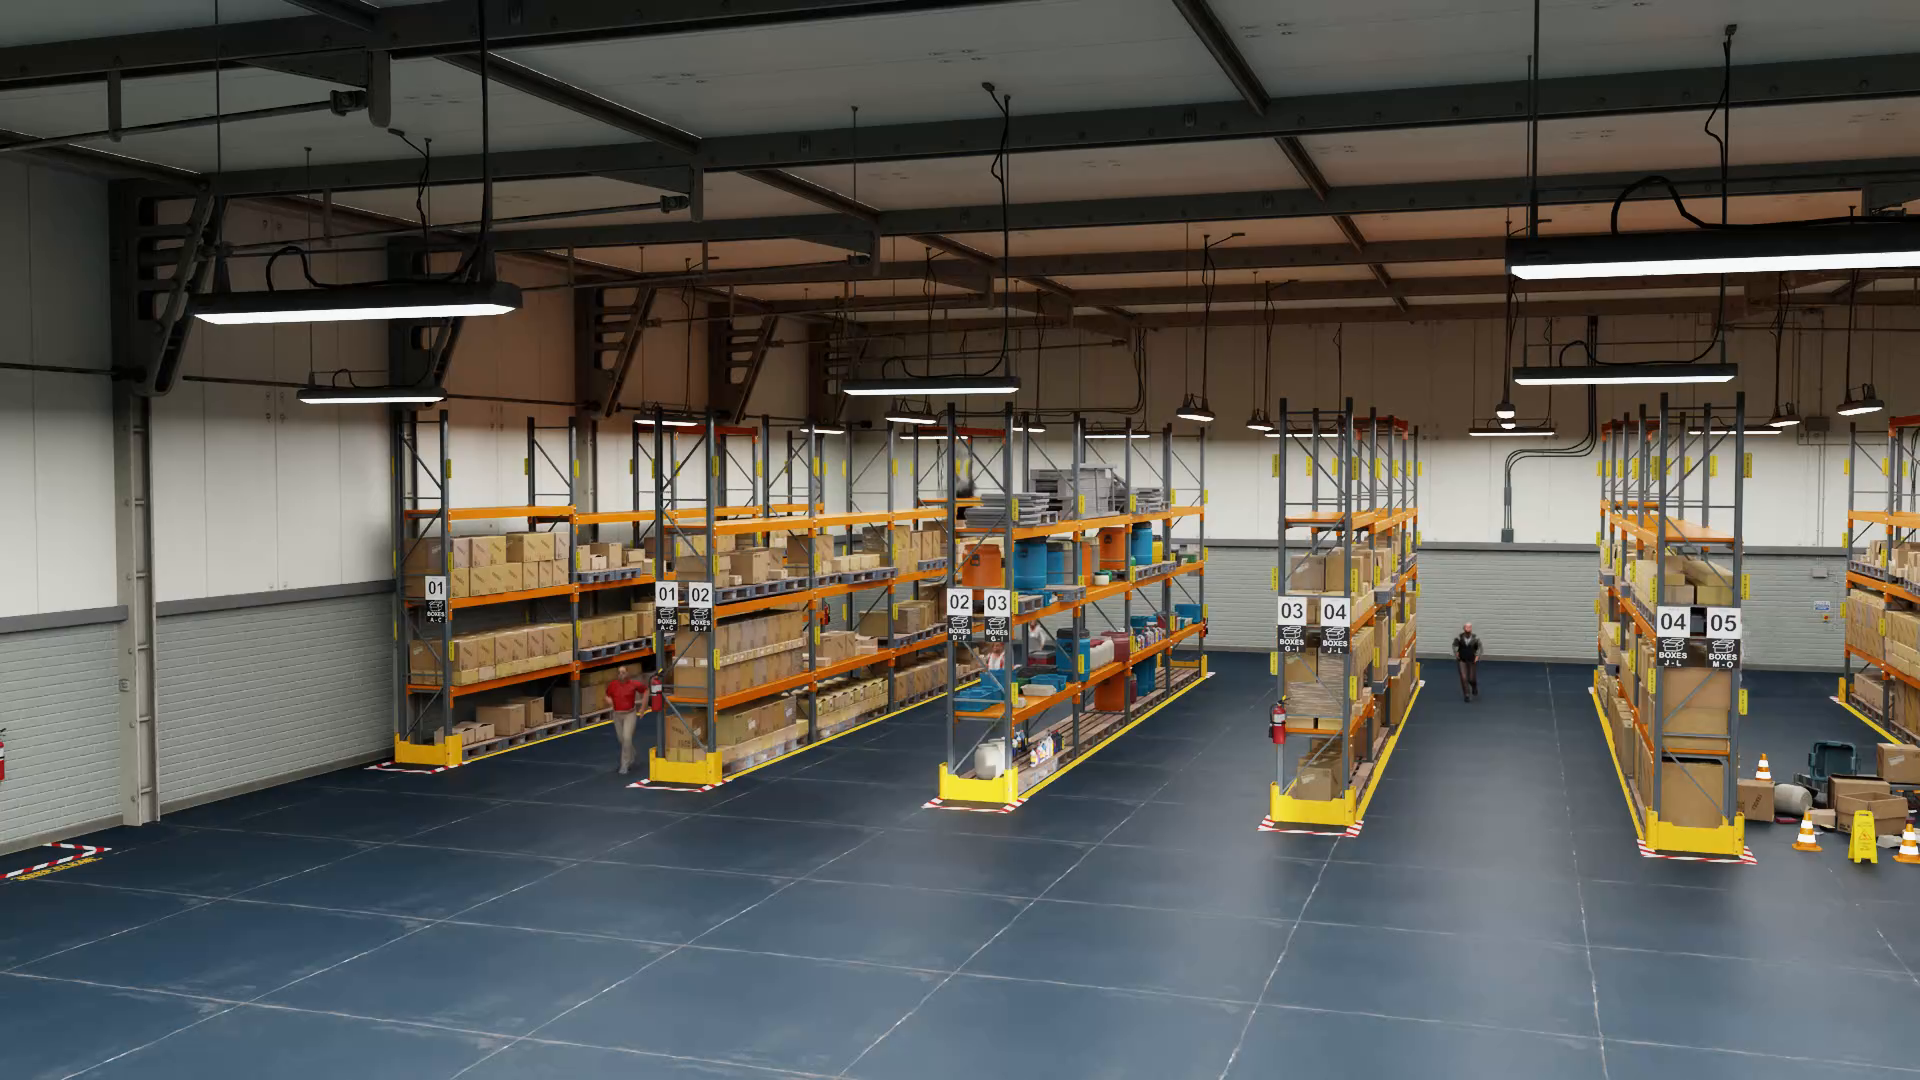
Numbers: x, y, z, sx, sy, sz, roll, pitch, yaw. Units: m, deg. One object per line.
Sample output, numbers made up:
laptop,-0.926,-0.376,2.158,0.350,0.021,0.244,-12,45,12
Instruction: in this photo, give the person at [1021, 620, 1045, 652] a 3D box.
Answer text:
person,1.676,2.578,38.372,0.551,1.565,0.535,0,2,9

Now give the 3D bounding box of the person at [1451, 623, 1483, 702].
person,10.942,2.630,35.910,0.659,1.702,0.649,1,3,19

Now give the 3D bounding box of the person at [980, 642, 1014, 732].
person,0.707,2.763,31.752,0.668,1.758,0.850,1,3,23

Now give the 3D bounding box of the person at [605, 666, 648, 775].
person,-5.574,2.961,27.667,0.689,1.754,0.945,0,2,11
